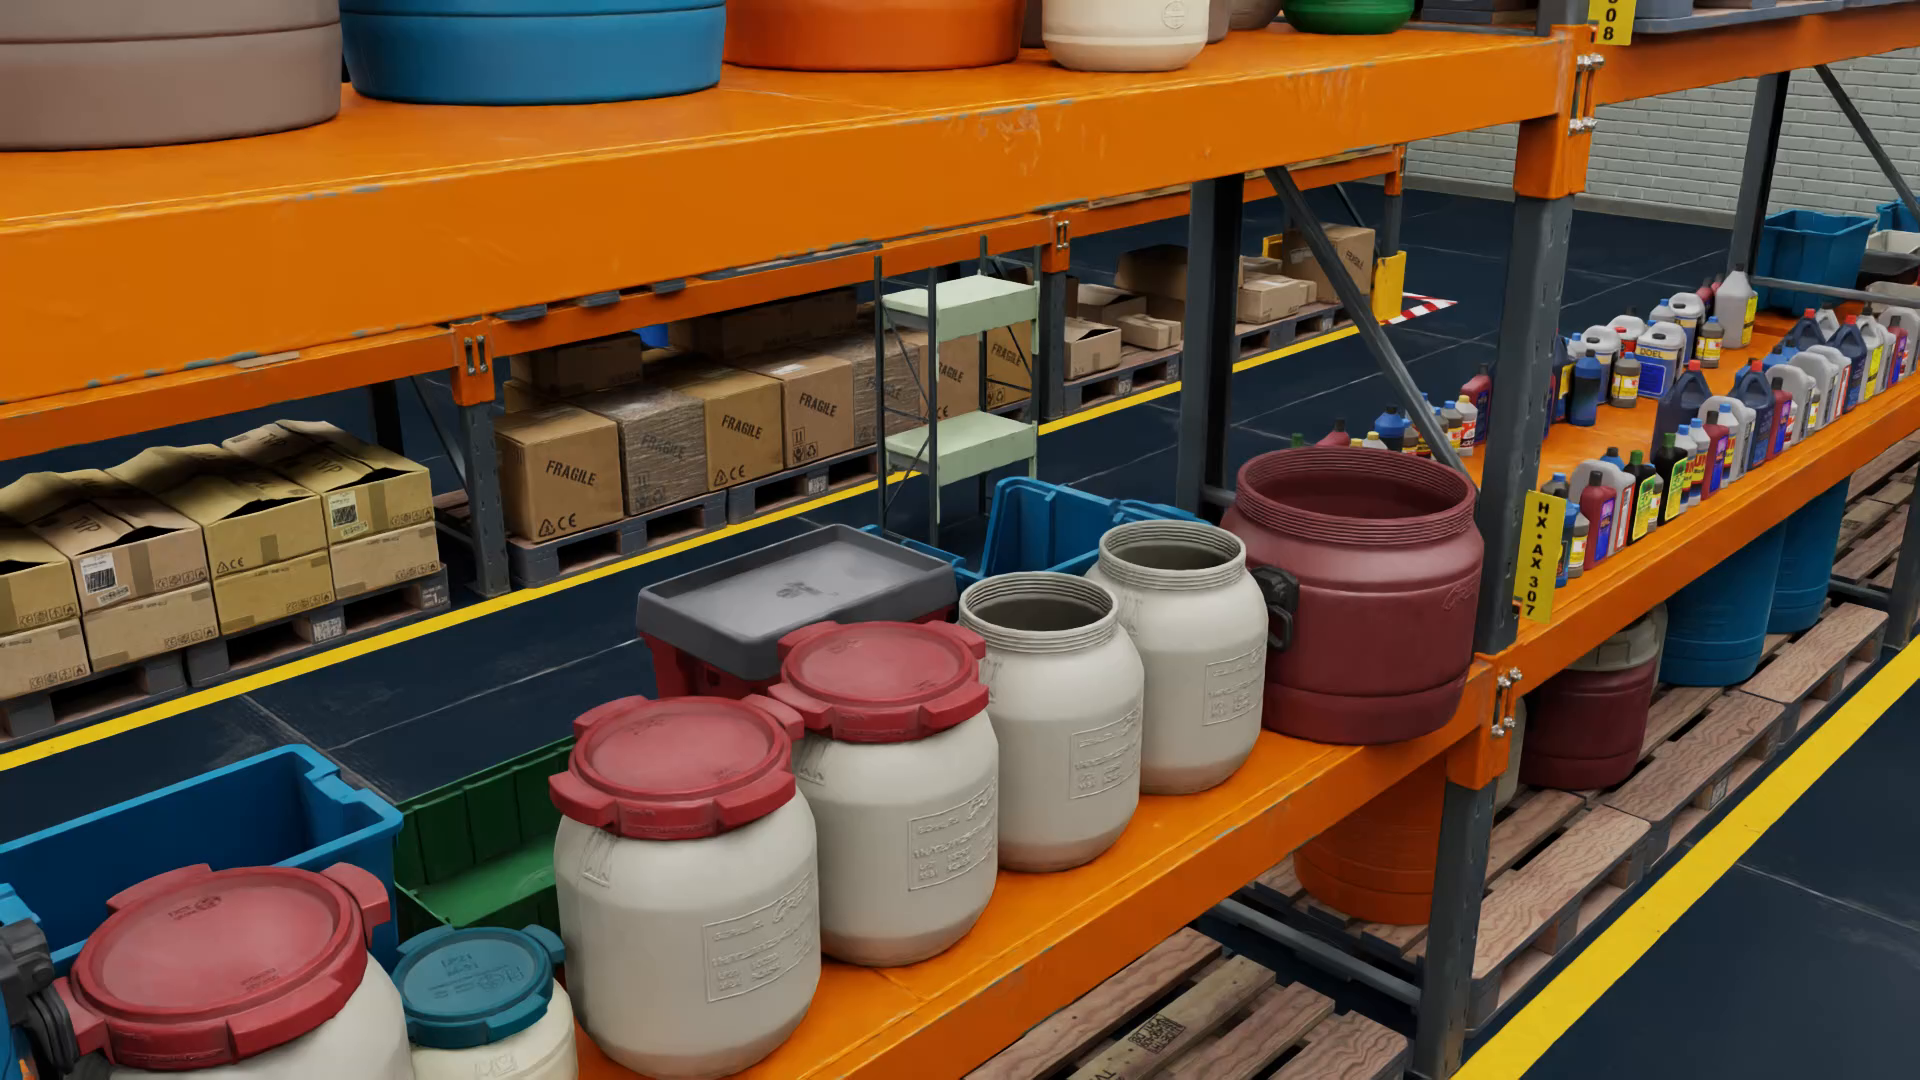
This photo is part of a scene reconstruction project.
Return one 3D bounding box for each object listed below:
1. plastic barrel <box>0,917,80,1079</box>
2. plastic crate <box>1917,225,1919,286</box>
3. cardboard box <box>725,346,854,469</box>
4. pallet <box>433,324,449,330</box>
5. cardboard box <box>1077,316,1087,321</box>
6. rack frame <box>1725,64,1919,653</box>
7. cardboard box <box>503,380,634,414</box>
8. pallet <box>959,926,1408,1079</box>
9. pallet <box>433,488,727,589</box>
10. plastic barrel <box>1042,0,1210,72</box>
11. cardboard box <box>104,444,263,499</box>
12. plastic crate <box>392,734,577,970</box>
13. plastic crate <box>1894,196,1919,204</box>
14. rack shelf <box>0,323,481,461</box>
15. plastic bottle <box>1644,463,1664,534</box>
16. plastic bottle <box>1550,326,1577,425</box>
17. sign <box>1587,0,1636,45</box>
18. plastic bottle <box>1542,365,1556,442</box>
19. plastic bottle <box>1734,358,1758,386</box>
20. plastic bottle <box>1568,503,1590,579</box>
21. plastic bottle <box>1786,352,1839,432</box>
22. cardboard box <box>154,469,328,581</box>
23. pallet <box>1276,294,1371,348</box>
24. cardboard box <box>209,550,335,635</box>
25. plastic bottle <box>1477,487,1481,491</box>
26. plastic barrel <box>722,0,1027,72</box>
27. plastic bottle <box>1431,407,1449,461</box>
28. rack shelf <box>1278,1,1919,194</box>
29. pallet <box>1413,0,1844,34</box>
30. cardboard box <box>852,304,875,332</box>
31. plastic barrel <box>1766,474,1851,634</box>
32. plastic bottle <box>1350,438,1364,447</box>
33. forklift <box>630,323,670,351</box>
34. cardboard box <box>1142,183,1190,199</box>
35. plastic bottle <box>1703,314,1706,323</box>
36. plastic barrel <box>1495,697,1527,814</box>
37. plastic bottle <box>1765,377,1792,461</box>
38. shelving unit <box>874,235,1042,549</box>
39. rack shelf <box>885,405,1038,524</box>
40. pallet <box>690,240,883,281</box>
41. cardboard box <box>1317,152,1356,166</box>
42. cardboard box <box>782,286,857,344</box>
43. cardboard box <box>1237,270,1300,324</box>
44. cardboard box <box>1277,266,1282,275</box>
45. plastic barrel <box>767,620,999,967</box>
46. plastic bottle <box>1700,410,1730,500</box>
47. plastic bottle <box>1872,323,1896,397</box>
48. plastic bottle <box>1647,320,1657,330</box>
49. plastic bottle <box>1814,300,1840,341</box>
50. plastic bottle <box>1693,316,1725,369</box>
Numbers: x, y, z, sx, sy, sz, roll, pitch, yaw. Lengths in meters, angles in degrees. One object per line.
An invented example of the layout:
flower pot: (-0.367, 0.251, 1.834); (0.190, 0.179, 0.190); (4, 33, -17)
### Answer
plastic barrel: (-1.293, 0.754, 1.734); (0.600, 0.901, 0.708); (19, 28, 41)
plastic crate: (4.604, -1.270, 7.524); (0.402, 0.464, 0.583); (19, 28, 41)
cardboard box: (-0.938, -0.741, 9.192); (0.500, 0.500, 0.500); (18, 27, 39)
pallet: (-4.632, -1.691, 12.679); (1.003, 0.211, 1.213); (19, 28, 41)
cardboard box: (0.668, -1.489, 11.629); (0.380, 0.149, 0.250); (19, 28, 41)
rack frame: (3.801, -1.045, 7.113); (1.000, 3.000, 0.127); (19, 28, 41)
cardboard box: (-2.051, -0.595, 8.813); (0.500, 0.500, 0.500); (-19, 28, -40)
pallet: (0.443, 1.474, 4.445); (1.003, 0.211, 1.213); (19, 28, 41)
pallet: (-1.987, -0.138, 8.640); (1.003, 0.211, 1.213); (19, 28, 41)
plastic barrel: (0.291, -0.967, 2.922); (0.301, 0.262, 0.301); (0, 21, 0)
cardboard box: (-3.472, -0.234, 7.467); (0.500, 0.311, 0.500); (18, 28, 39)
plastic crate: (-0.767, 0.592, 3.149); (0.450, 0.188, 0.662); (19, 28, 41)
plastic crate: (5.265, -1.704, 8.976); (0.416, 0.233, 0.300); (19, 28, 41)
rack shelf: (-3.931, -0.408, 6.457); (1.077, 0.370, 4.000); (19, 28, 41)
plastic bottle: (2.061, -0.131, 5.010); (0.097, 0.201, 0.097); (0, 21, 0)
plastic bottle: (2.148, -0.611, 6.051); (0.144, 0.351, 0.185); (19, 28, 41)
sign: (1.410, -1.232, 3.565); (0.100, 0.325, 0.005); (19, 28, 41)
plastic bottle: (2.017, -0.478, 5.801); (0.061, 0.283, 0.133); (19, 28, 41)
plastic bottle: (2.793, -0.511, 5.904); (0.097, 0.271, 0.097); (0, 21, 0)
plastic bottle: (1.713, -0.002, 4.677); (0.097, 0.201, 0.097); (0, 21, 0)
plastic bottle: (3.058, -0.547, 5.989); (0.152, 0.276, 0.135); (19, 28, 41)
cardboard box: (-3.082, -0.100, 7.120); (0.500, 0.311, 0.500); (19, 28, 40)
pallet: (2.437, -1.788, 12.931); (1.003, 0.211, 1.213); (19, 28, 41)
cardboard box: (-3.085, 0.160, 7.226); (0.500, 0.250, 0.500); (19, 28, 40)
plastic bottle: (1.436, -0.027, 4.638); (0.152, 0.276, 0.135); (19, 28, 41)
plastic barrel: (-0.174, -1.293, 2.977); (0.600, 0.830, 0.708); (19, 28, 41)
plastic bottle: (1.582, -0.344, 5.567); (0.097, 0.201, 0.097); (0, 21, 0)
rack shelf: (2.406, -1.595, 5.366); (1.077, 0.370, 4.000); (19, 28, 41)
pallet: (1.615, -1.501, 4.381); (1.003, 0.211, 1.213); (19, 28, 41)
cardboard box: (-0.621, -1.121, 10.181); (0.500, 0.500, 0.500); (-20, 28, -41)
plastic barrel: (3.410, -0.126, 7.061); (0.600, 0.901, 0.708); (19, 28, 41)
plastic bottle: (1.242, -0.219, 5.241); (0.097, 0.201, 0.097); (0, 21, 0)
forklift: (-2.291, -2.909, 12.058); (1.130, 2.935, 3.031); (-11, 24, -26)
cardboard box: (1.161, -2.528, 10.831); (0.500, 0.500, 0.500); (-20, 28, -41)
plastic bottle: (3.080, -0.896, 7.003); (0.097, 0.201, 0.097); (0, 21, 0)
plastic barrel: (1.670, 0.651, 5.583); (0.421, 0.512, 0.421); (0, 21, 0)
plastic bottle: (2.767, -0.420, 5.648); (0.061, 0.283, 0.133); (19, 28, 41)
shelving unit: (-0.005, -0.698, 8.301); (0.431, 1.500, 0.755); (19, 28, 41)
rack shelf: (-0.005, -0.394, 8.418); (0.431, 0.370, 0.720); (19, 28, 41)
pallet: (-1.182, -1.669, 9.003); (1.003, 0.211, 1.213); (19, 28, 41)
cardboard box: (2.569, -3.043, 12.172); (0.500, 0.500, 0.500); (20, 28, 41)
cardboard box: (-0.955, -1.354, 9.742); (0.500, 0.250, 0.500); (19, 28, 41)
cardboard box: (2.158, -1.798, 12.290); (0.500, 0.250, 0.500); (19, 28, 41)
cardboard box: (2.333, -2.111, 13.222); (0.380, 0.166, 0.250); (19, 28, 41)
plastic barrel: (-0.141, 0.457, 3.015); (0.433, 0.535, 0.433); (0, 21, 0)
plastic bottle: (2.383, -0.278, 5.280); (0.061, 0.283, 0.133); (19, 28, 41)
plastic bottle: (3.503, -0.711, 6.416); (0.152, 0.276, 0.135); (19, 28, 41)
plastic bottle: (2.782, -0.787, 6.717); (0.097, 0.201, 0.097); (0, 21, 0)
plastic bottle: (3.291, -0.740, 6.388); (0.144, 0.351, 0.185); (19, 28, 41)
plastic bottle: (3.053, -0.808, 6.773); (0.097, 0.201, 0.097); (0, 21, 0)
